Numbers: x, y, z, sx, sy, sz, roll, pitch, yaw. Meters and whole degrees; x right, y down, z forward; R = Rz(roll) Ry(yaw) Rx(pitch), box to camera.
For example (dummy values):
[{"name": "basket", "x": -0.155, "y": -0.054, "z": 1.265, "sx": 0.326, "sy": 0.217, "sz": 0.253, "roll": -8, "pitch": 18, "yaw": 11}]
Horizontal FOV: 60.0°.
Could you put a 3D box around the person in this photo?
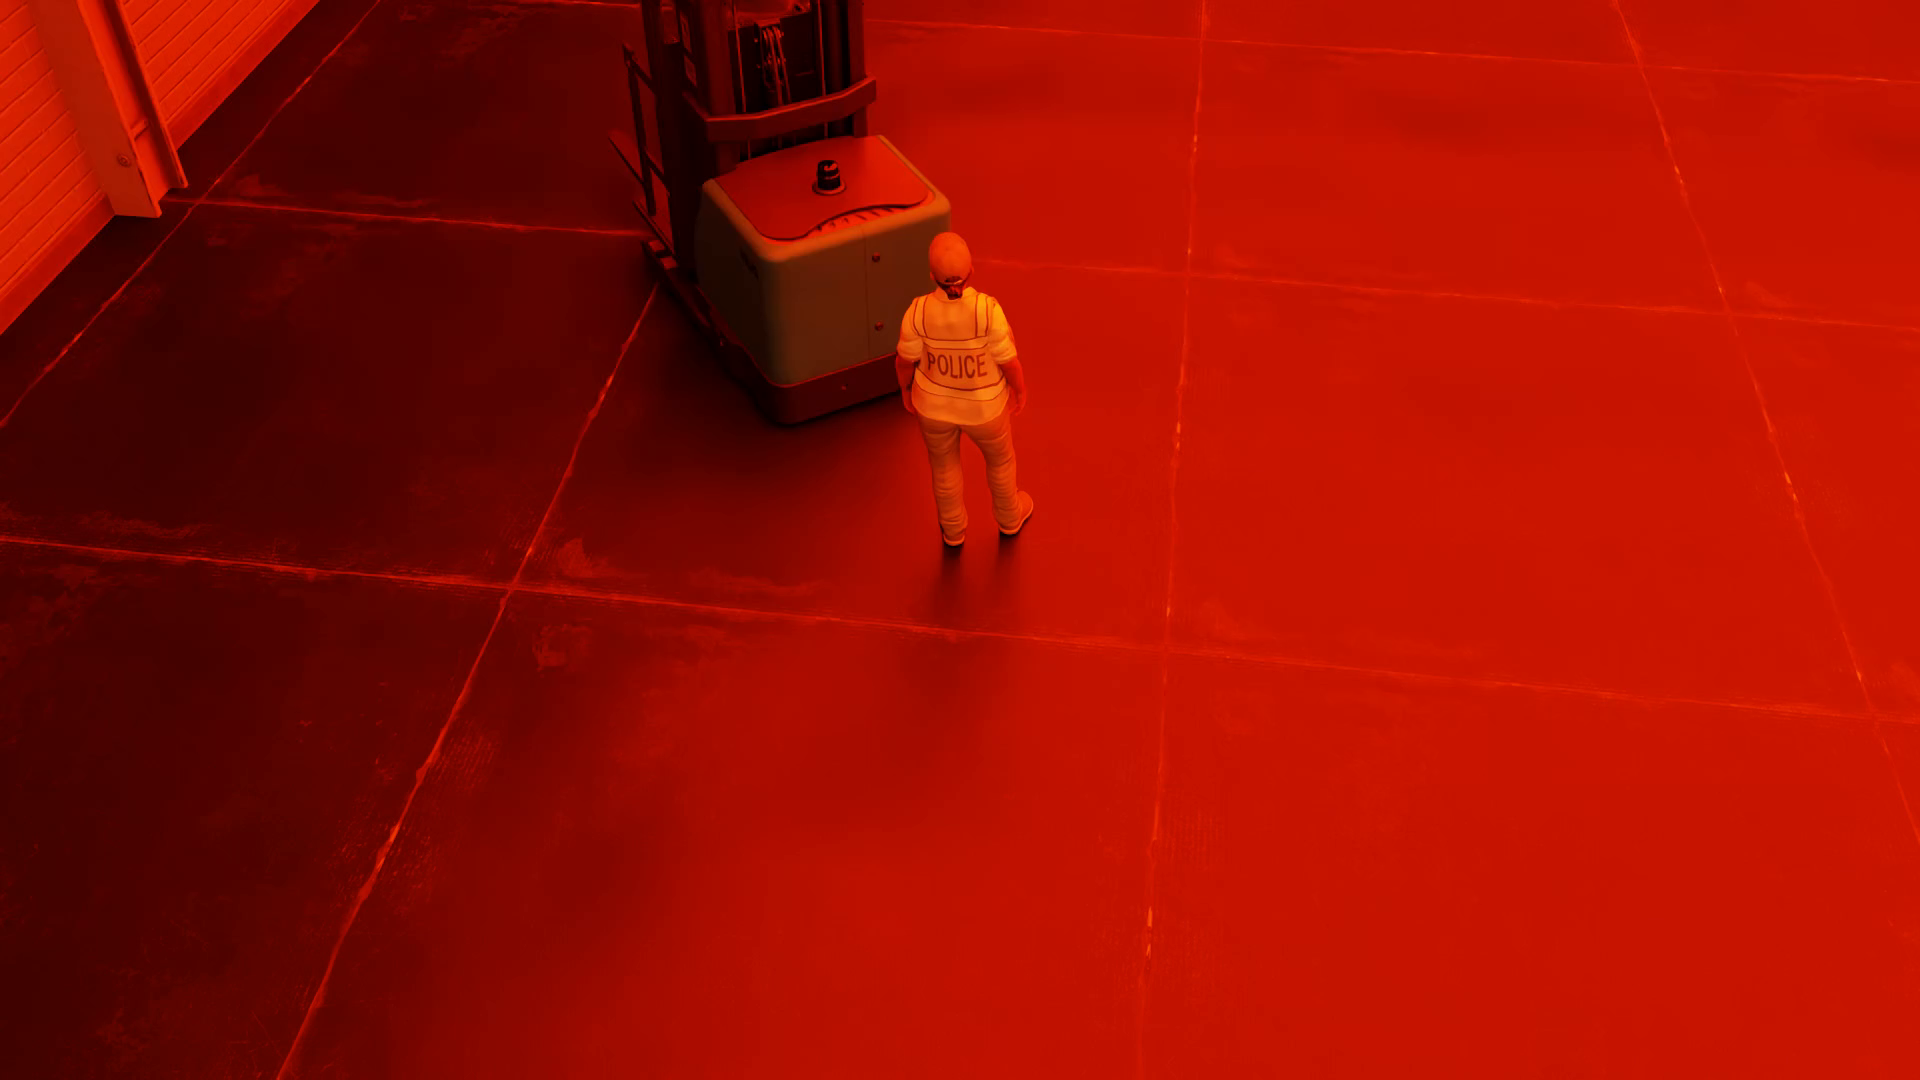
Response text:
[{"name": "person", "x": 0.033, "y": -0.668, "z": 7.376, "sx": 0.598, "sy": 1.670, "sz": 0.529, "roll": 5, "pitch": 43, "yaw": 6}]

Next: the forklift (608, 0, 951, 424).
[{"name": "forklift", "x": -1.172, "y": -2.657, "z": 8.617, "sx": 1.130, "sy": 2.935, "sz": 3.031, "roll": -20, "pitch": 46, "yaw": -21}]
